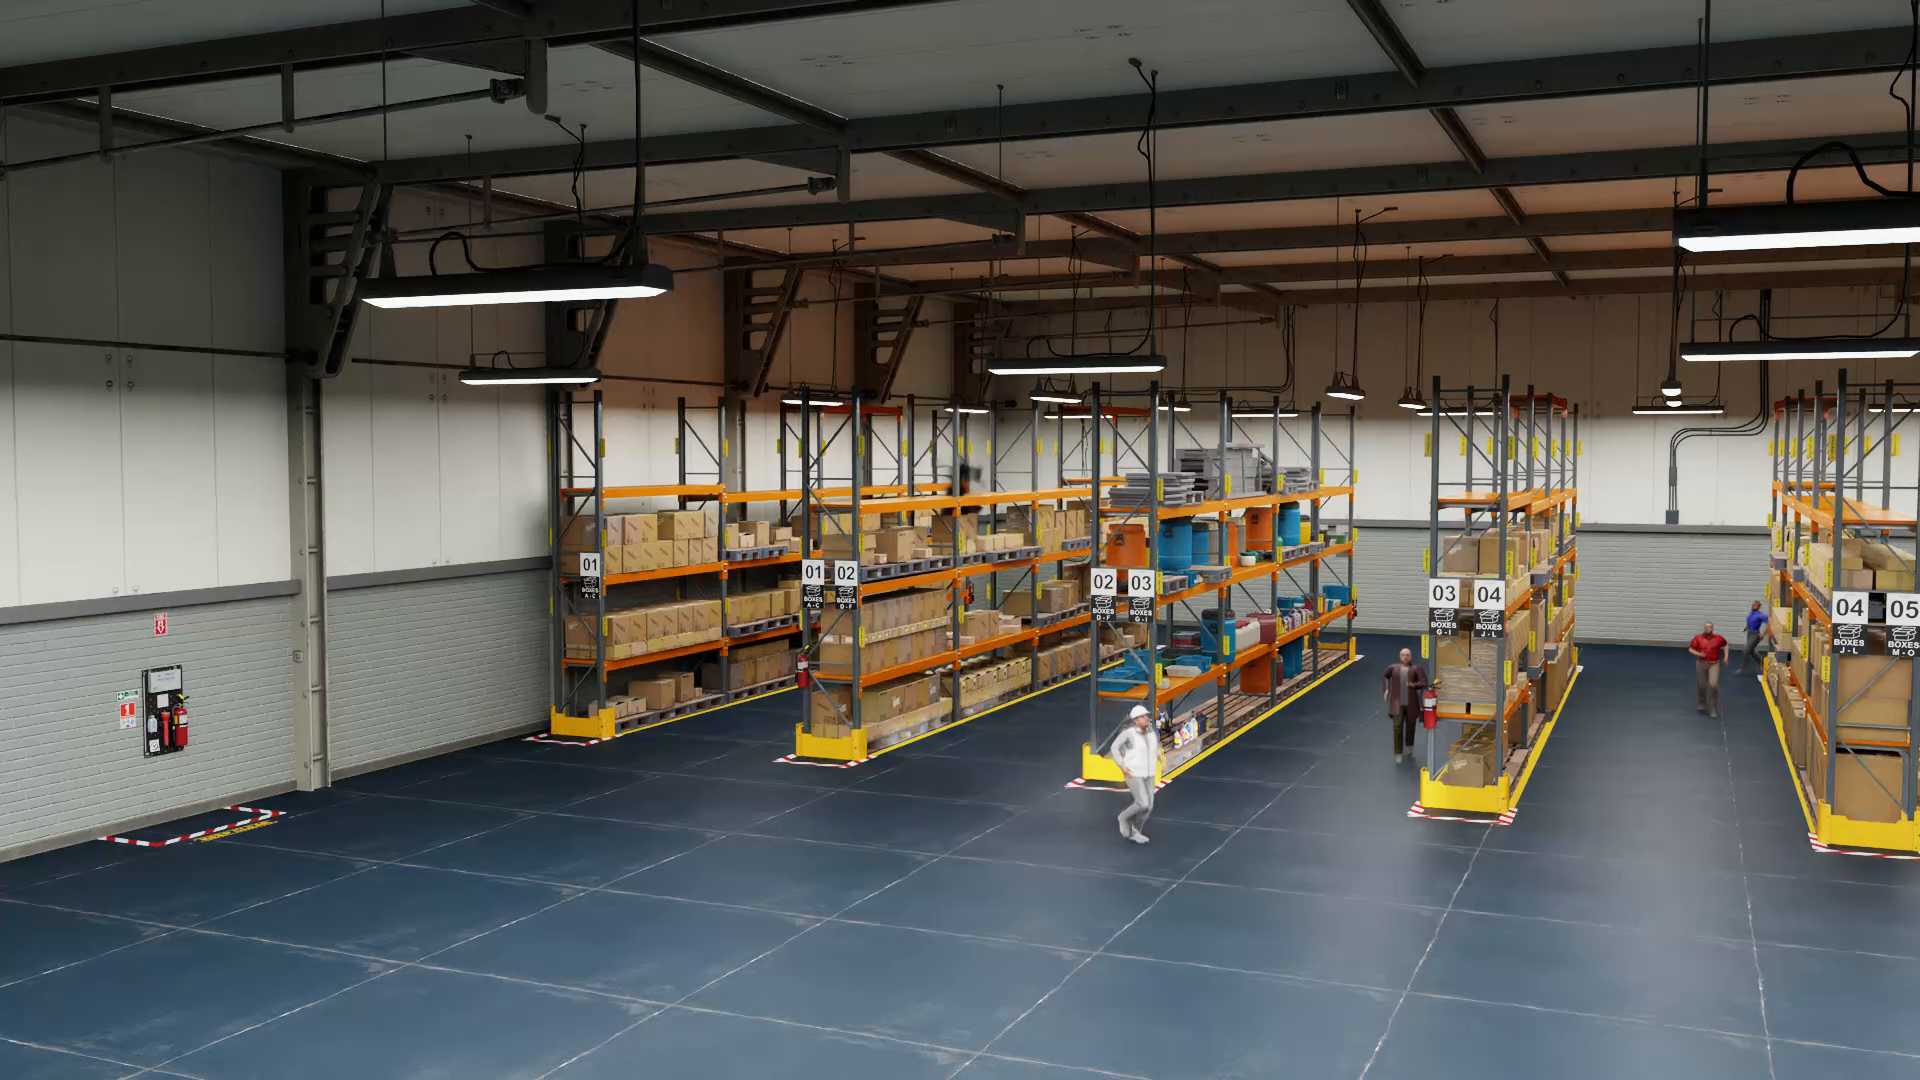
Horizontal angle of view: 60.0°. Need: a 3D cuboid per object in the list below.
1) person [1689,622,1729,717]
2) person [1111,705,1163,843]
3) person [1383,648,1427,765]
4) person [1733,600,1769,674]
[{"bbox_3d":[14.062,2.437,31.252,0.683,1.821,0.783,1,3,25],"label":"person"},{"bbox_3d":[2.301,2.967,21.024,0.703,1.743,0.542,-2,4,-33],"label":"person"},{"bbox_3d":[7.093,2.617,26.529,0.695,1.780,1.046,1,3,16],"label":"person"},{"bbox_3d":[17.567,2.152,36.714,0.858,1.649,0.669,0,3,-7],"label":"person"}]
